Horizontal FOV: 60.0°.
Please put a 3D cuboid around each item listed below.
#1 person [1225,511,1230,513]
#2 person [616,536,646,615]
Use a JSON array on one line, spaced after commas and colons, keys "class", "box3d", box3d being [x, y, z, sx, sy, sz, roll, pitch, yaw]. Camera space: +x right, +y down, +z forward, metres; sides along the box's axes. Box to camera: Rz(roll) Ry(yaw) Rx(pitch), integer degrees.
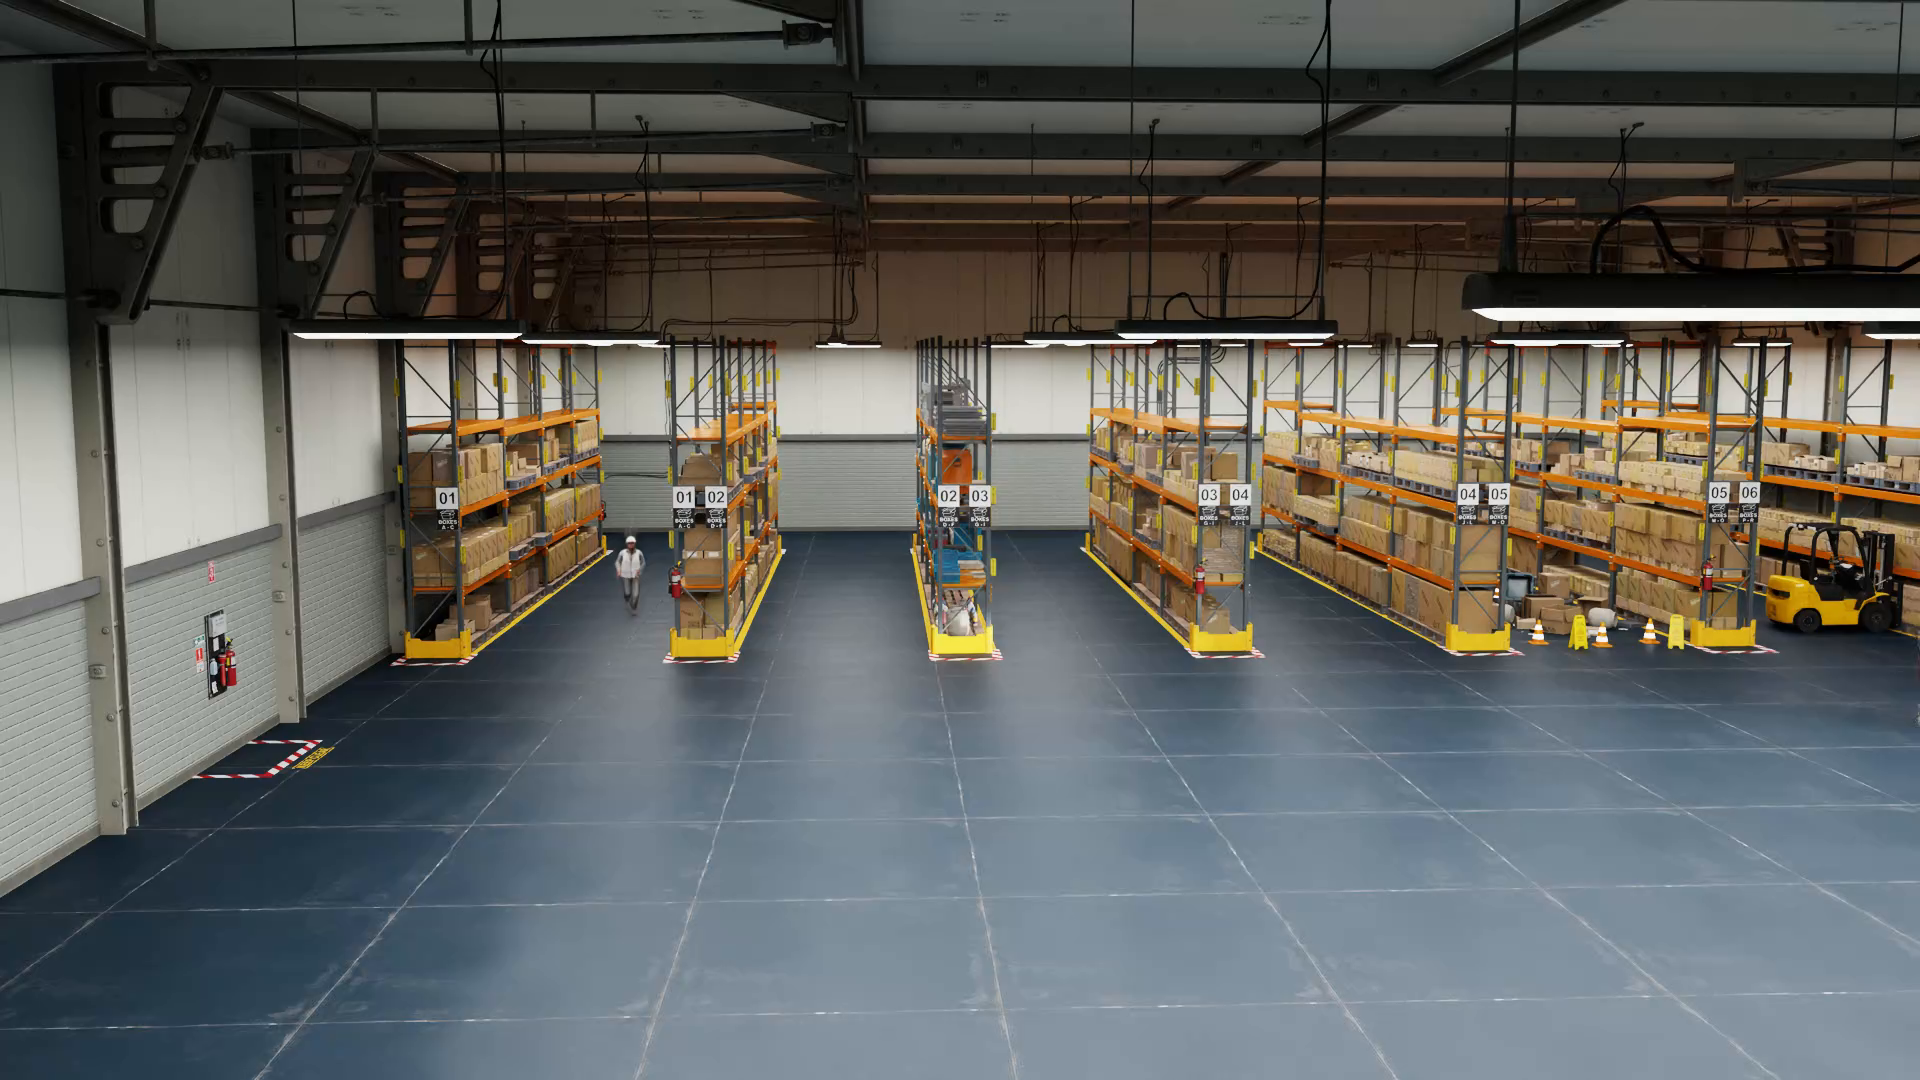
[{"class": "person", "box3d": [7.424, -0.509, 47.353, 0.675, 1.734, 0.675, -1, 7, -6]}, {"class": "person", "box3d": [-7.123, 0.781, 36.010, 0.646, 1.723, 0.609, -1, 7, -12]}]
